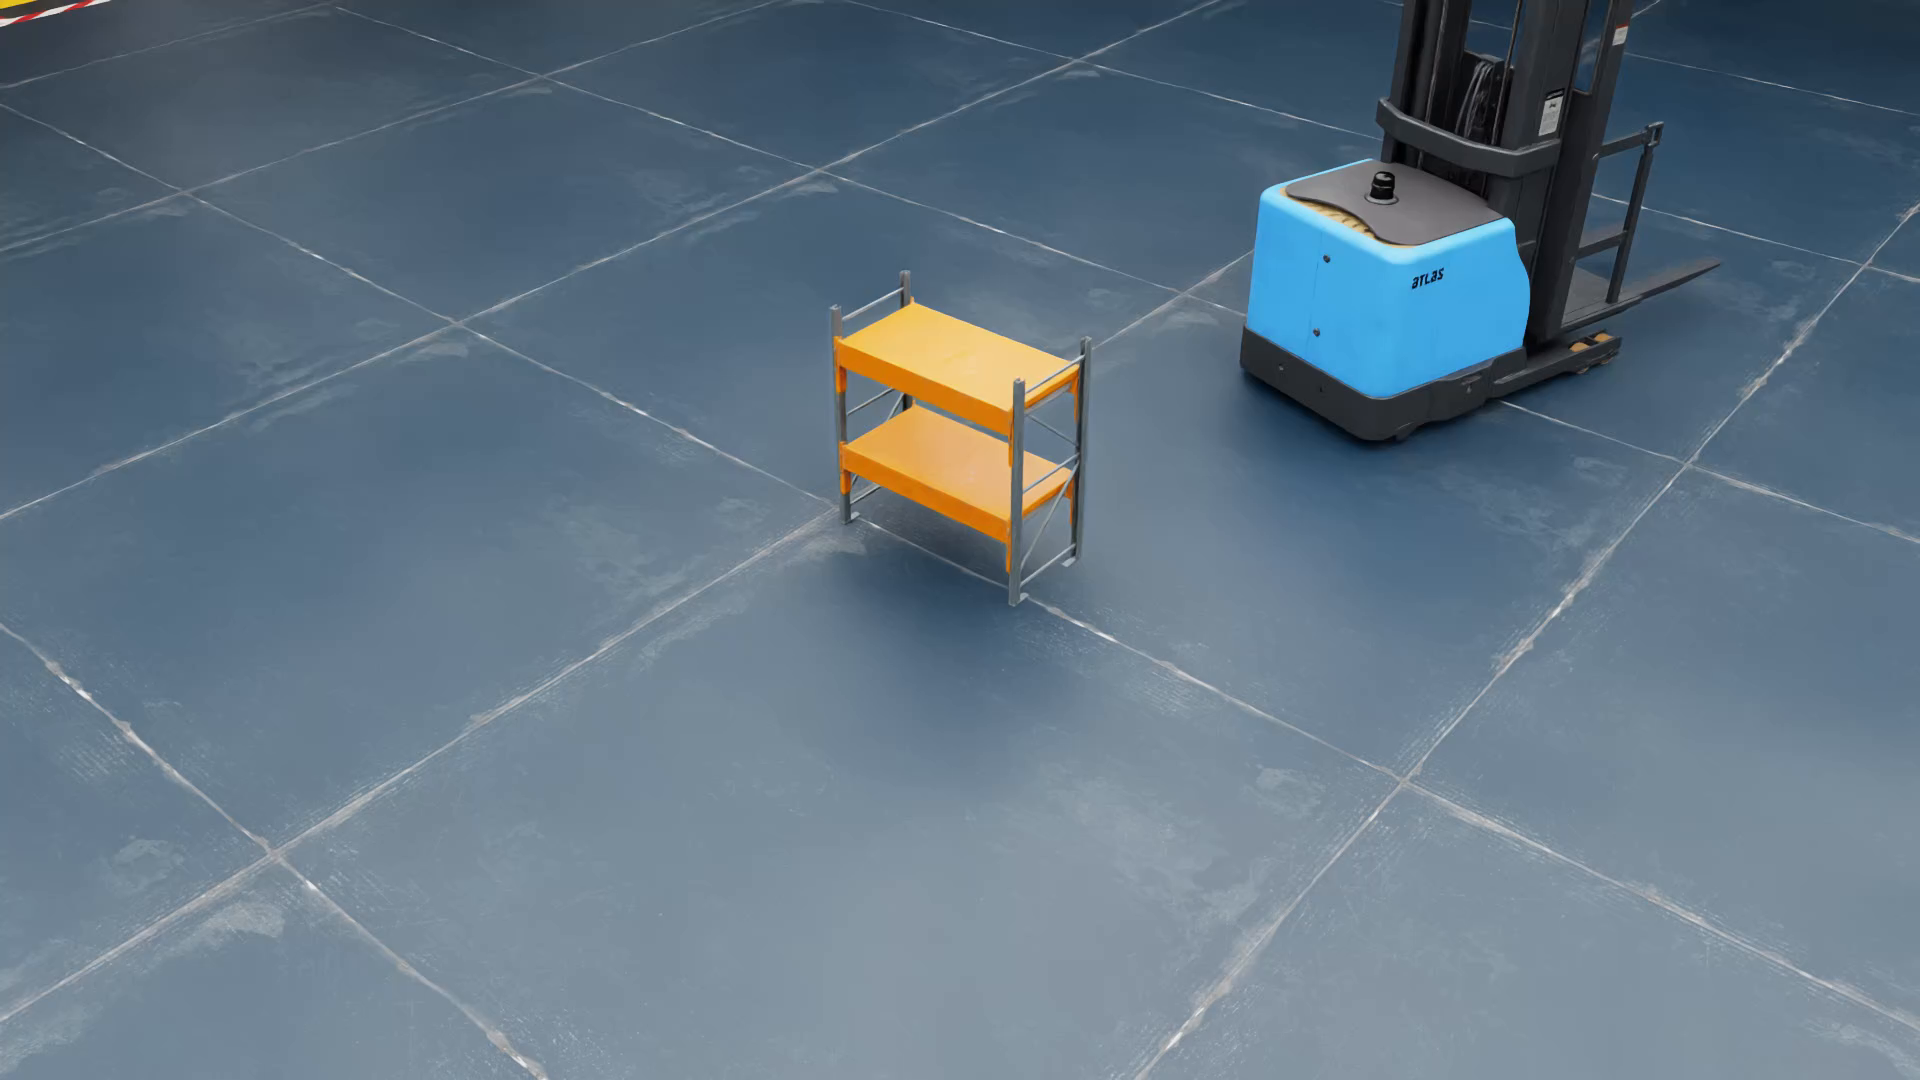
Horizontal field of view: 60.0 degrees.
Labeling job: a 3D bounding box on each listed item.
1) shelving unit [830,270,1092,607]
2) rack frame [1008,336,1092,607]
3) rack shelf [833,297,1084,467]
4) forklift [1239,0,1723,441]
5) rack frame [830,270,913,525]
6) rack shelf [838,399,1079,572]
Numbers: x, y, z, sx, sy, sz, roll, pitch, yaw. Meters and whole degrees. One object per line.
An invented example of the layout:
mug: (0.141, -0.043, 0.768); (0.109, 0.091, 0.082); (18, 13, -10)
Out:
shelving unit: (-0.005, -0.466, 7.435); (1.048, 1.125, 0.538); (25, 42, 32)
rack frame: (0.385, -0.282, 7.167); (0.032, 1.125, 0.500); (25, 42, 32)
rack shelf: (-0.005, -0.707, 7.269); (1.000, 0.278, 0.538); (25, 42, 32)
forklift: (3.025, -2.345, 8.575); (3.031, 2.935, 1.130); (-21, 39, -27)
rack frame: (-0.396, -0.650, 7.703); (0.032, 1.125, 0.500); (25, 42, 32)
rack shelf: (-0.005, -0.265, 7.574); (1.000, 0.278, 0.538); (25, 42, 32)
